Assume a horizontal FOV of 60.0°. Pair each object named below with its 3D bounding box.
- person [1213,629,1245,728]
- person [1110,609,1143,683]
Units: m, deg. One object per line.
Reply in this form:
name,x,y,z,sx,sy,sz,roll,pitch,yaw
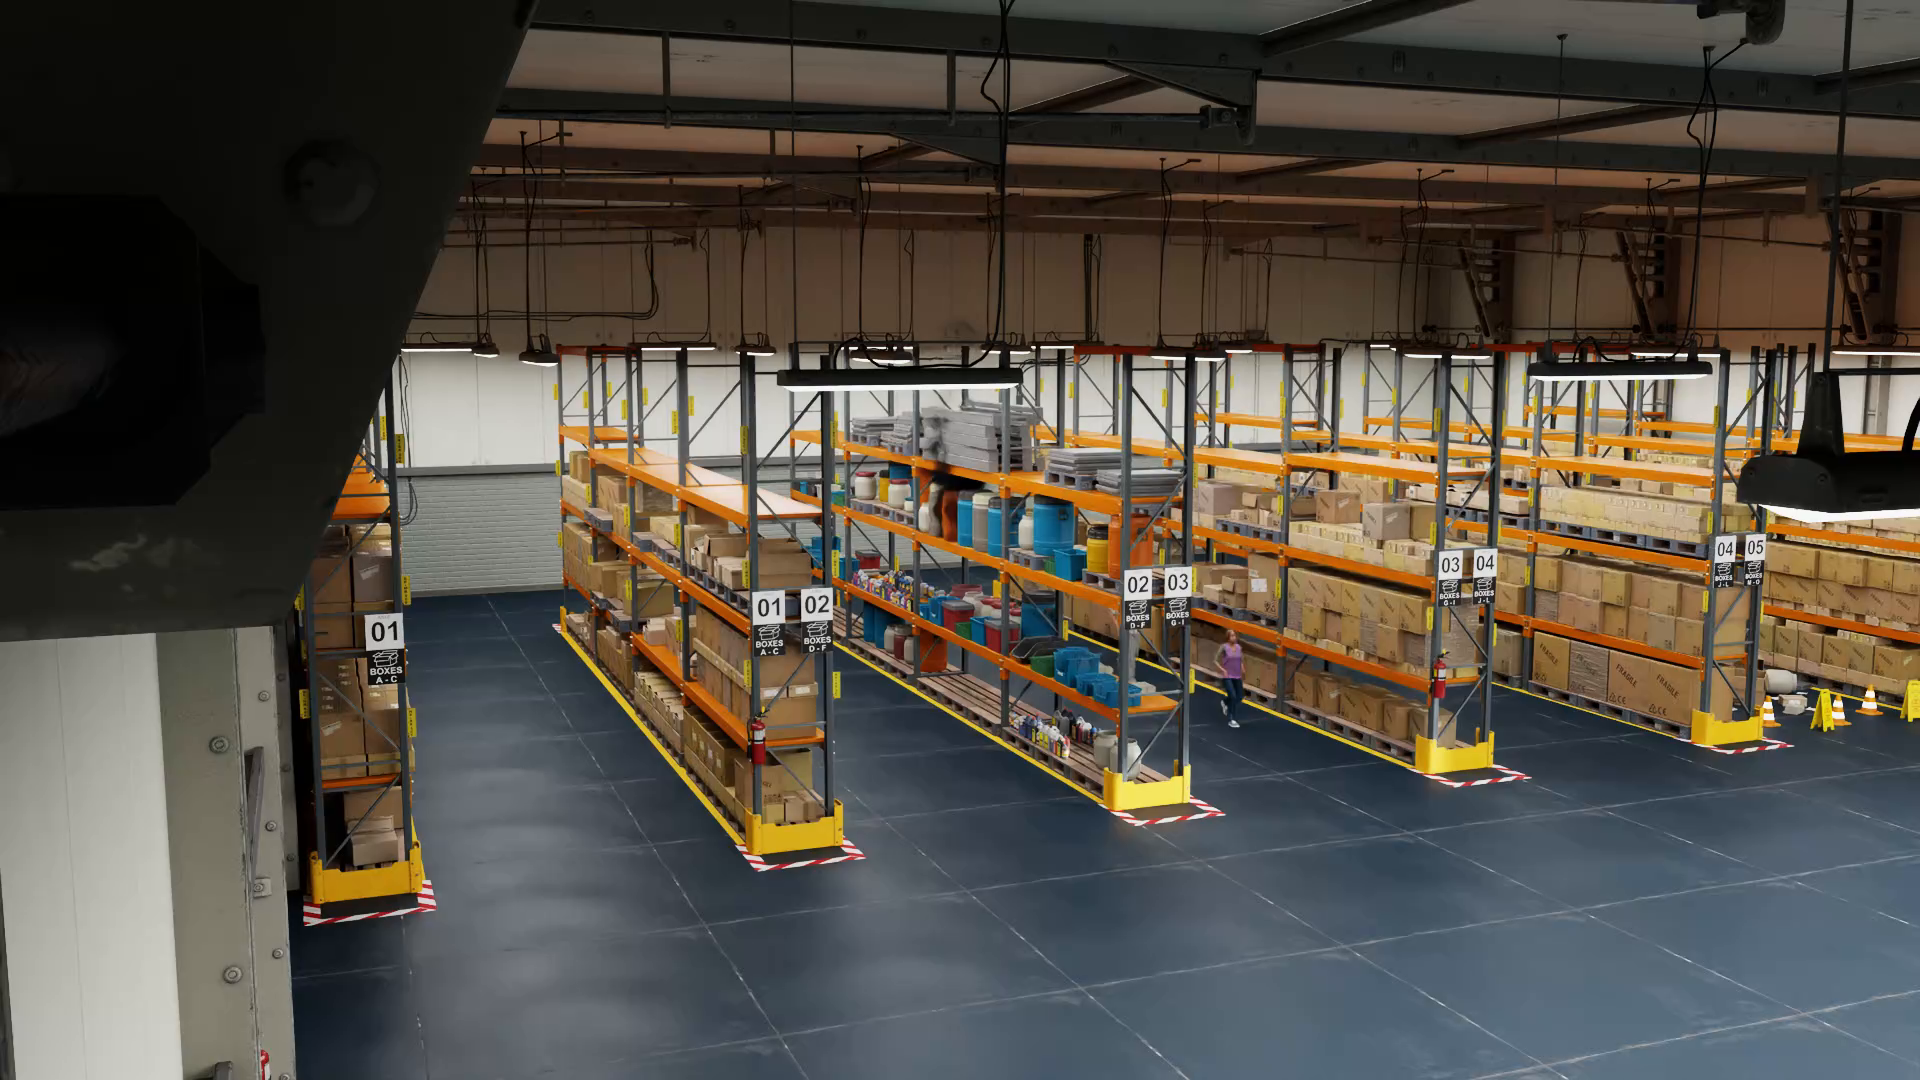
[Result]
person,4.301,2.234,26.602,0.539,1.462,0.622,-3,8,-21
person,3.066,1.657,30.026,0.654,1.789,0.786,-2,8,-17
